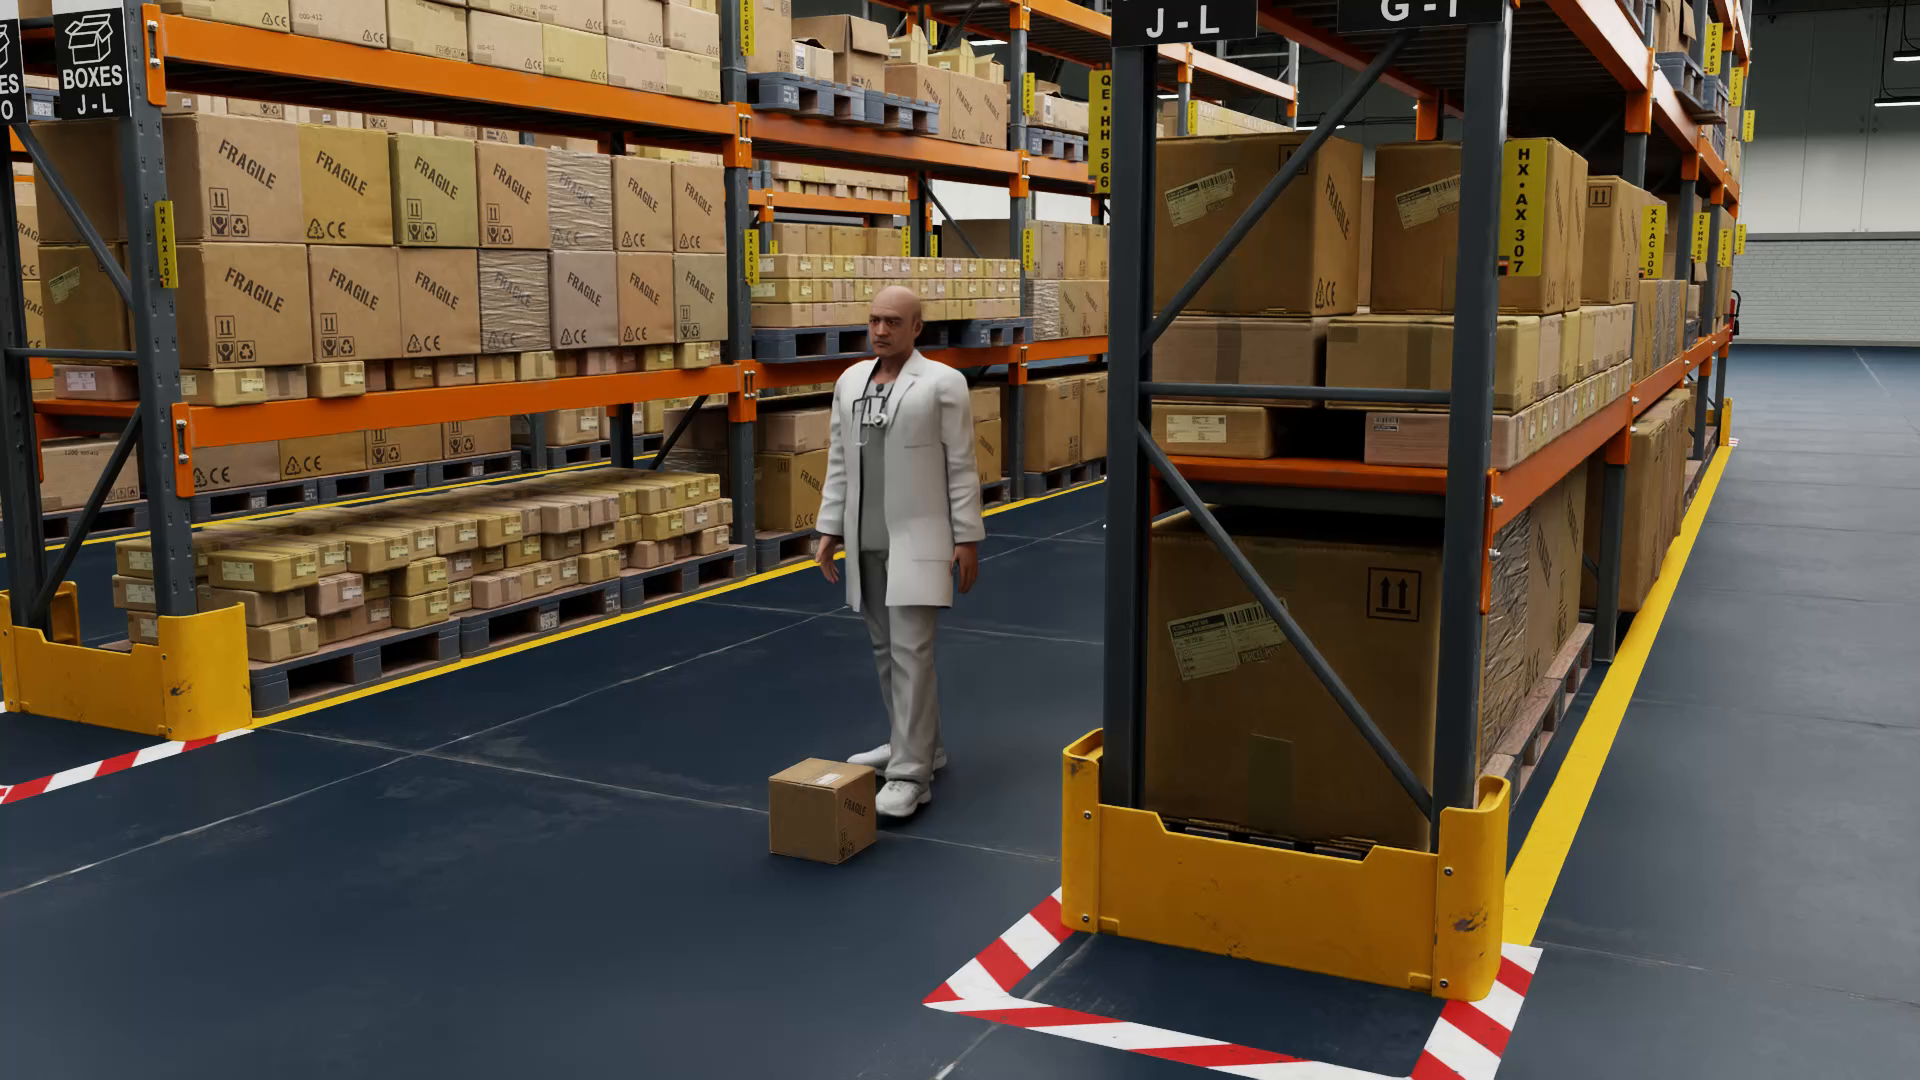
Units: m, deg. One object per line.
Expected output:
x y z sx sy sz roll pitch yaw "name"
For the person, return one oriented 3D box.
-0.271 0.009 5.782 0.617 1.767 0.689 6 11 36 "person"
